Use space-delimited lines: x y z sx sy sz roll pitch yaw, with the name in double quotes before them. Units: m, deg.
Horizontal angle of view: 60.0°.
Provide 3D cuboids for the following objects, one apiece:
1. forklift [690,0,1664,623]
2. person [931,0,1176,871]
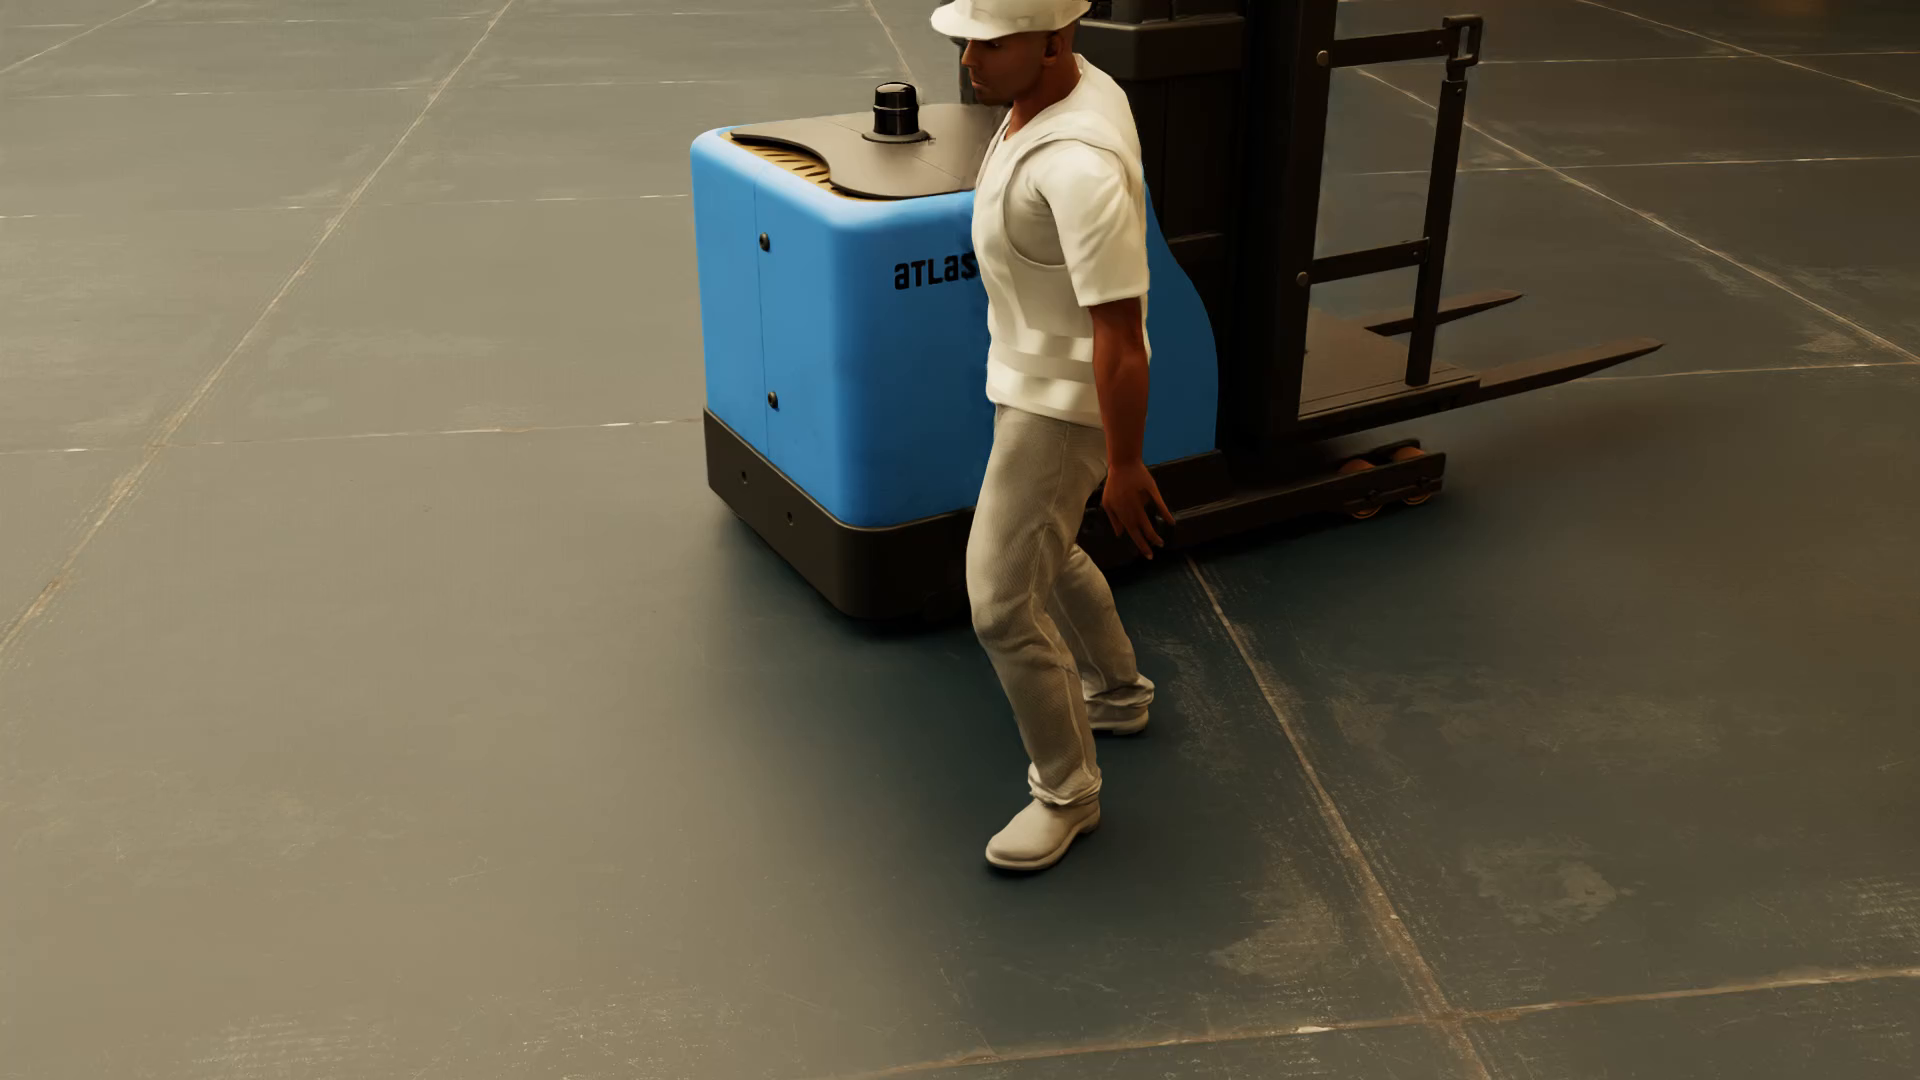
"forklift" 0.815 -1.565 4.478 3.031 2.935 1.130 -14 29 -26
"person" 0.191 -0.294 3.264 0.476 1.732 0.886 1 26 1
